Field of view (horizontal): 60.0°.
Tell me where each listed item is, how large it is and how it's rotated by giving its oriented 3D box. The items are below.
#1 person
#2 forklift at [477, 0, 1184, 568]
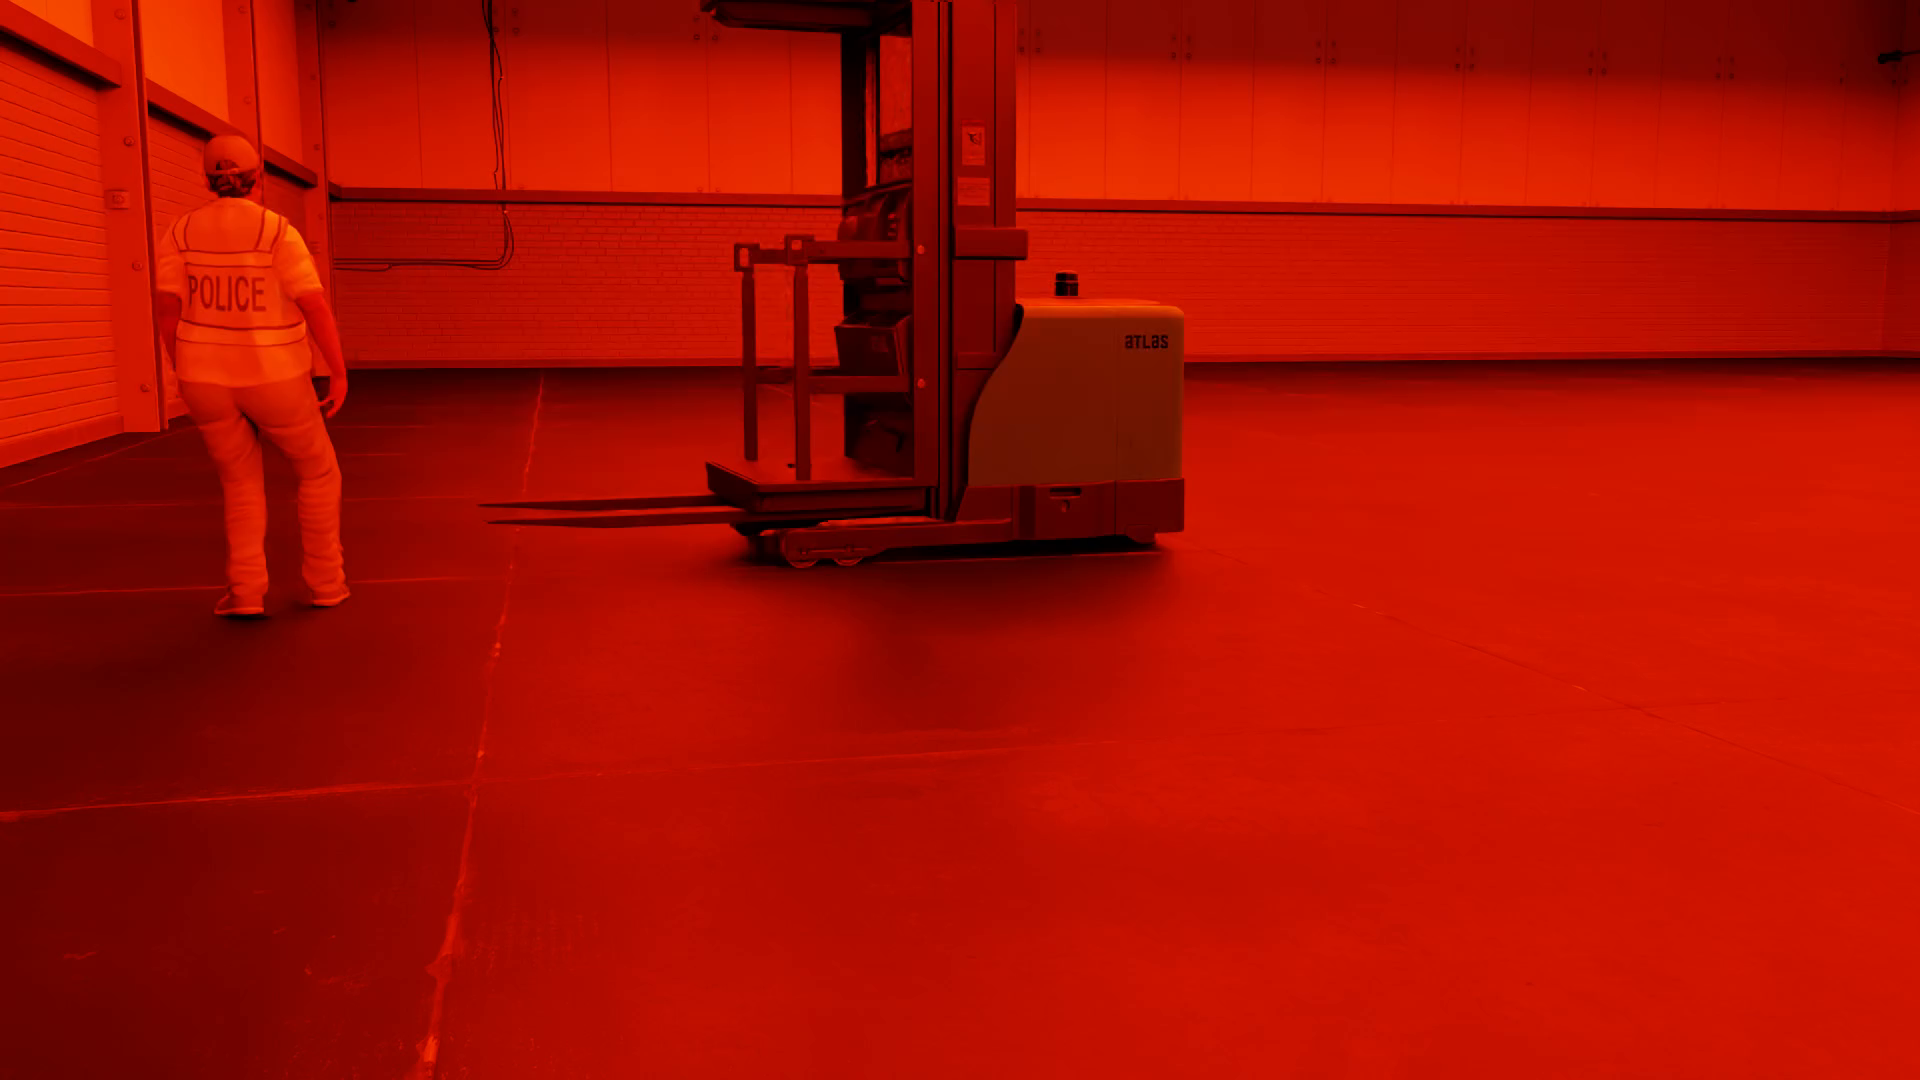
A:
[{"bbox_3d":[-2.431,-0.560,5.845,0.603,1.659,0.605,0,8,-1],"label":"person"},{"bbox_3d":[-0.563,-1.416,7.252,3.031,2.935,1.130,-3,8,-19],"label":"forklift"}]
